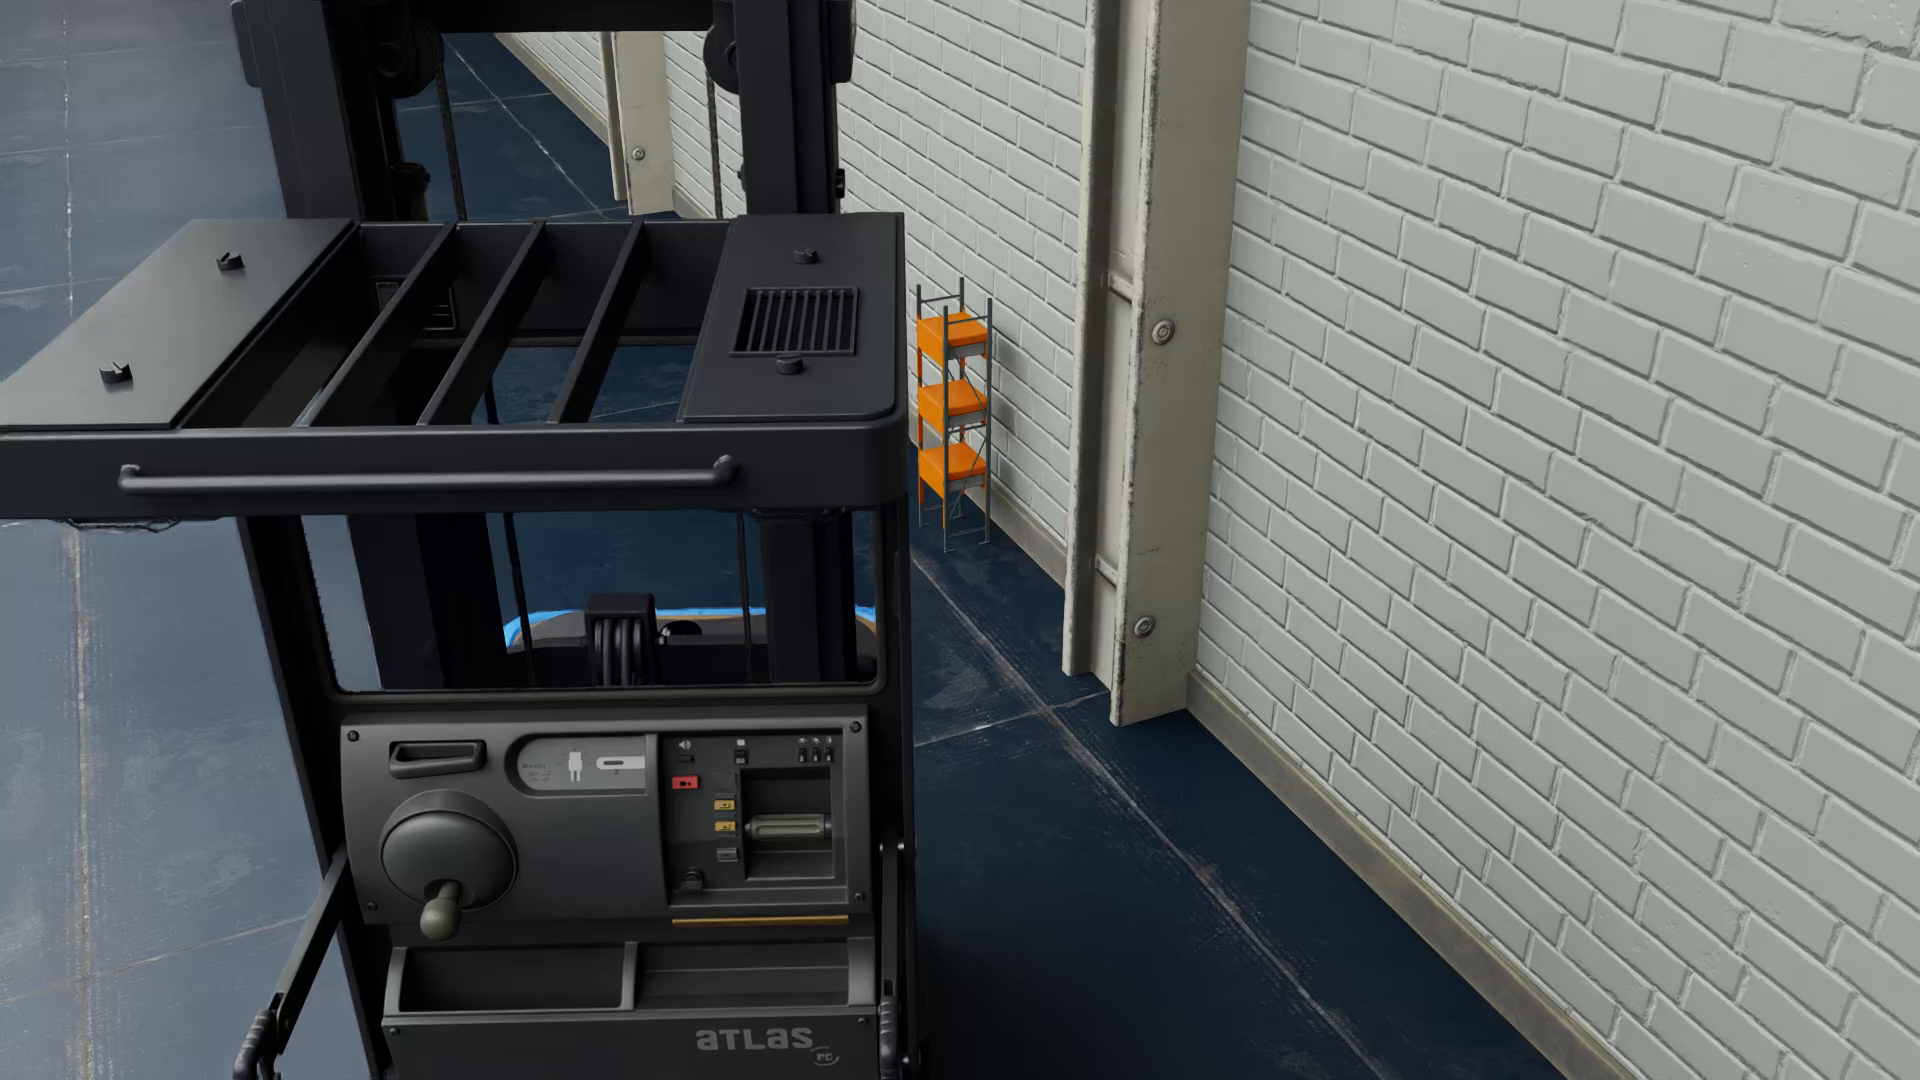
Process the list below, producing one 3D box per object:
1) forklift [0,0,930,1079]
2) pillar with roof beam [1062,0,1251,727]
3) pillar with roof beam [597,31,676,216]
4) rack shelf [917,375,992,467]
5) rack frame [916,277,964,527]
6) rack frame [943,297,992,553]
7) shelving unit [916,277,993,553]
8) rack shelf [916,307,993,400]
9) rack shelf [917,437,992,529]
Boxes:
[{"bbox_3d":[-0.616,0.546,2.780,1.130,2.935,3.031,-1,29,-2],"label":"forklift"},{"bbox_3d":[-3.303,-2.507,2.021,9.100,9.000,0.400,-13,32,-22],"label":"pillar with roof beam"},{"bbox_3d":[-5.879,-5.158,6.747,9.100,9.000,0.400,-13,32,-22],"label":"pillar with roof beam"},{"bbox_3d":[-0.023,-0.472,6.541,0.215,0.259,0.240,-13,32,-22],"label":"rack shelf"},{"bbox_3d":[-0.075,-0.535,6.631,0.200,1.050,0.008,-13,32,-22],"label":"rack frame"},{"bbox_3d":[0.029,-0.428,6.439,0.200,1.050,0.008,-13,32,-22],"label":"rack frame"},{"bbox_3d":[-0.023,-0.482,6.535,0.215,1.050,0.252,-13,32,-22],"label":"shelving unit"},{"bbox_3d":[-0.023,-0.720,6.402,0.215,0.259,0.240,-13,32,-22],"label":"rack shelf"},{"bbox_3d":[-0.023,-0.230,6.676,0.215,0.259,0.240,-13,32,-22],"label":"rack shelf"}]
